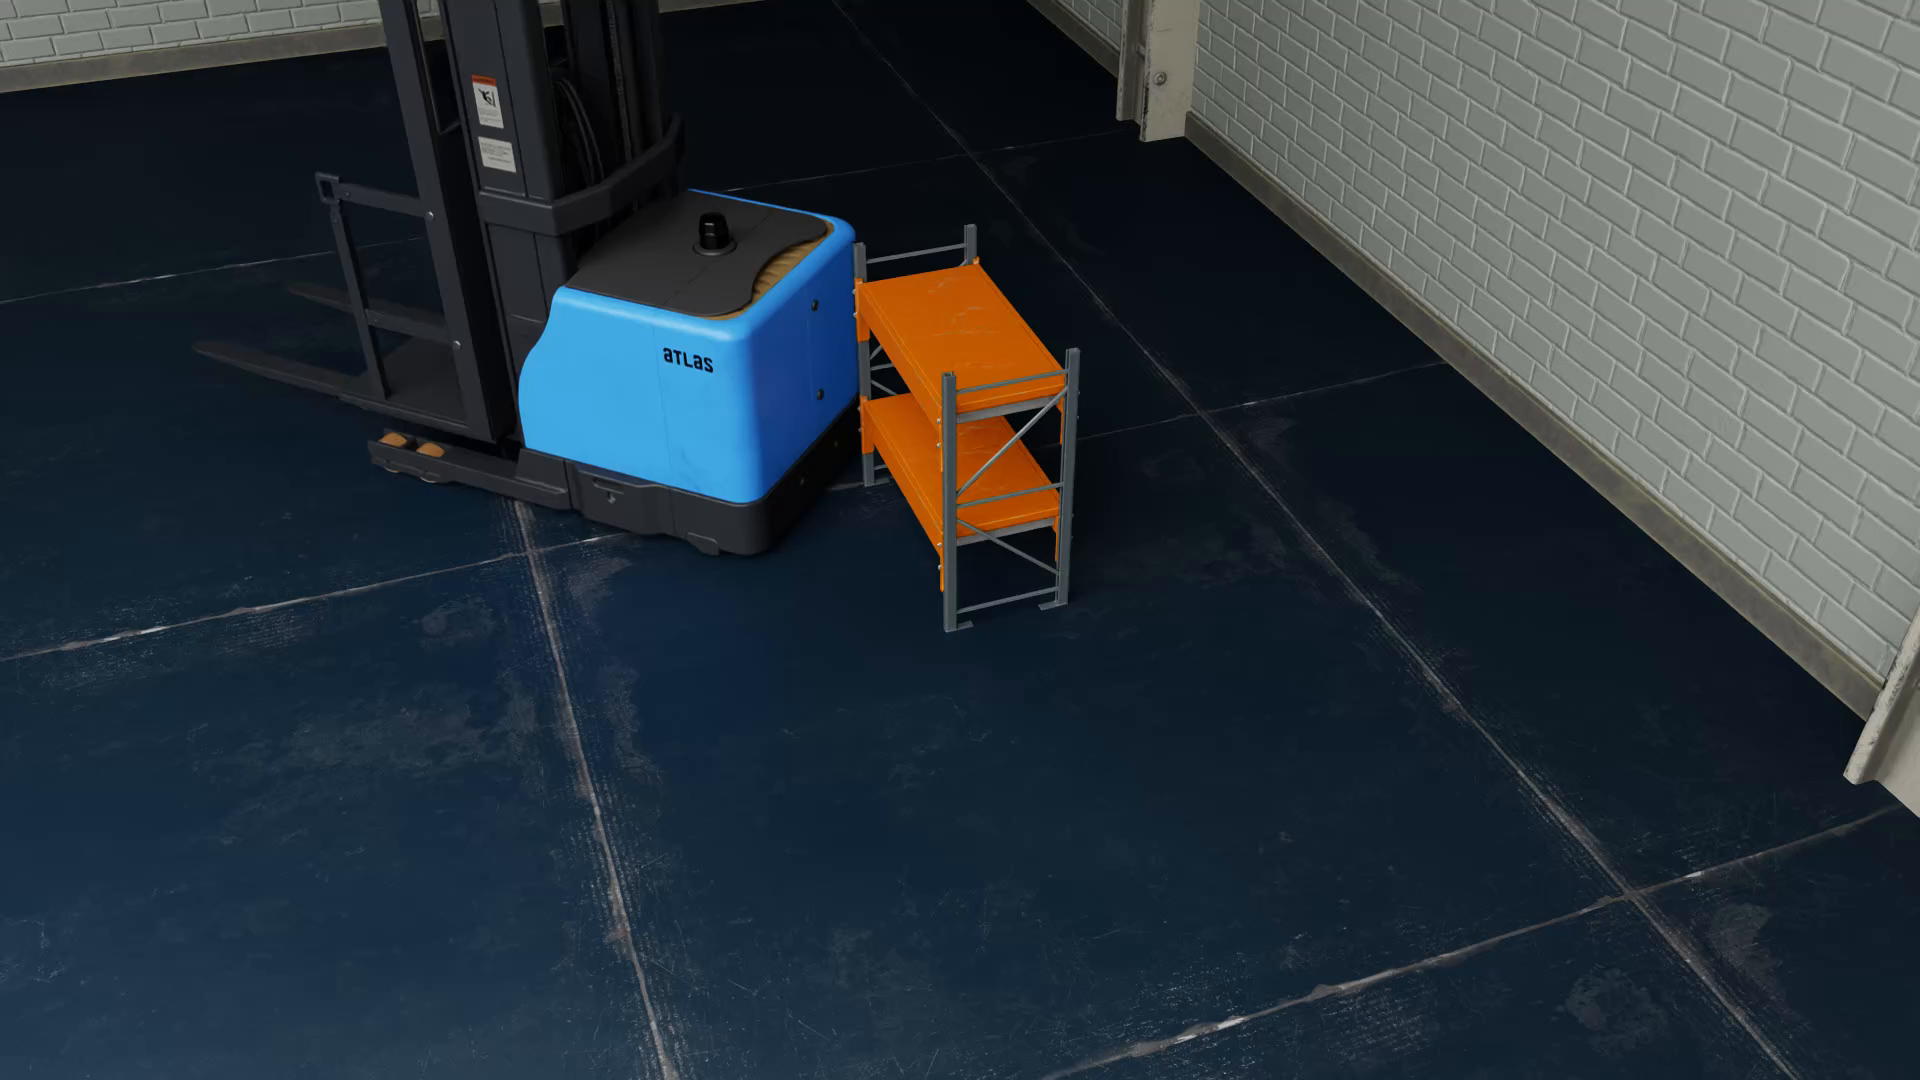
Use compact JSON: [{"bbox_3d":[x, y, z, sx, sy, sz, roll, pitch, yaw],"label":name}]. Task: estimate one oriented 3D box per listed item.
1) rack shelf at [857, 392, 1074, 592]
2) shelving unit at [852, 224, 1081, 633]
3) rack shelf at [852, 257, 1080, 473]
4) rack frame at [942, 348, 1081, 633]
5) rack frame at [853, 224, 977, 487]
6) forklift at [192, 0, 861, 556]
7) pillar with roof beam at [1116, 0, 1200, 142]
[{"bbox_3d":[0.002,-0.250,6.554,0.538,0.278,1.000,-12,39,-16],"label":"rack shelf"},{"bbox_3d":[0.002,-0.445,6.407,0.538,1.125,1.048,-12,39,-16],"label":"shelving unit"},{"bbox_3d":[0.002,-0.679,6.230,0.538,0.278,1.000,-12,39,-16],"label":"rack shelf"},{"bbox_3d":[0.177,-0.158,6.025,0.500,1.125,0.032,-12,39,-16],"label":"rack frame"},{"bbox_3d":[-0.173,-0.733,6.788,0.500,1.125,0.032,-12,39,-16],"label":"rack frame"},{"bbox_3d":[-1.968,-1.688,6.554,3.031,2.935,1.130,15,39,19],"label":"forklift"},{"bbox_3d":[-2.877,-5.213,6.191,9.100,9.000,0.400,-12,39,-16],"label":"pillar with roof beam"}]
